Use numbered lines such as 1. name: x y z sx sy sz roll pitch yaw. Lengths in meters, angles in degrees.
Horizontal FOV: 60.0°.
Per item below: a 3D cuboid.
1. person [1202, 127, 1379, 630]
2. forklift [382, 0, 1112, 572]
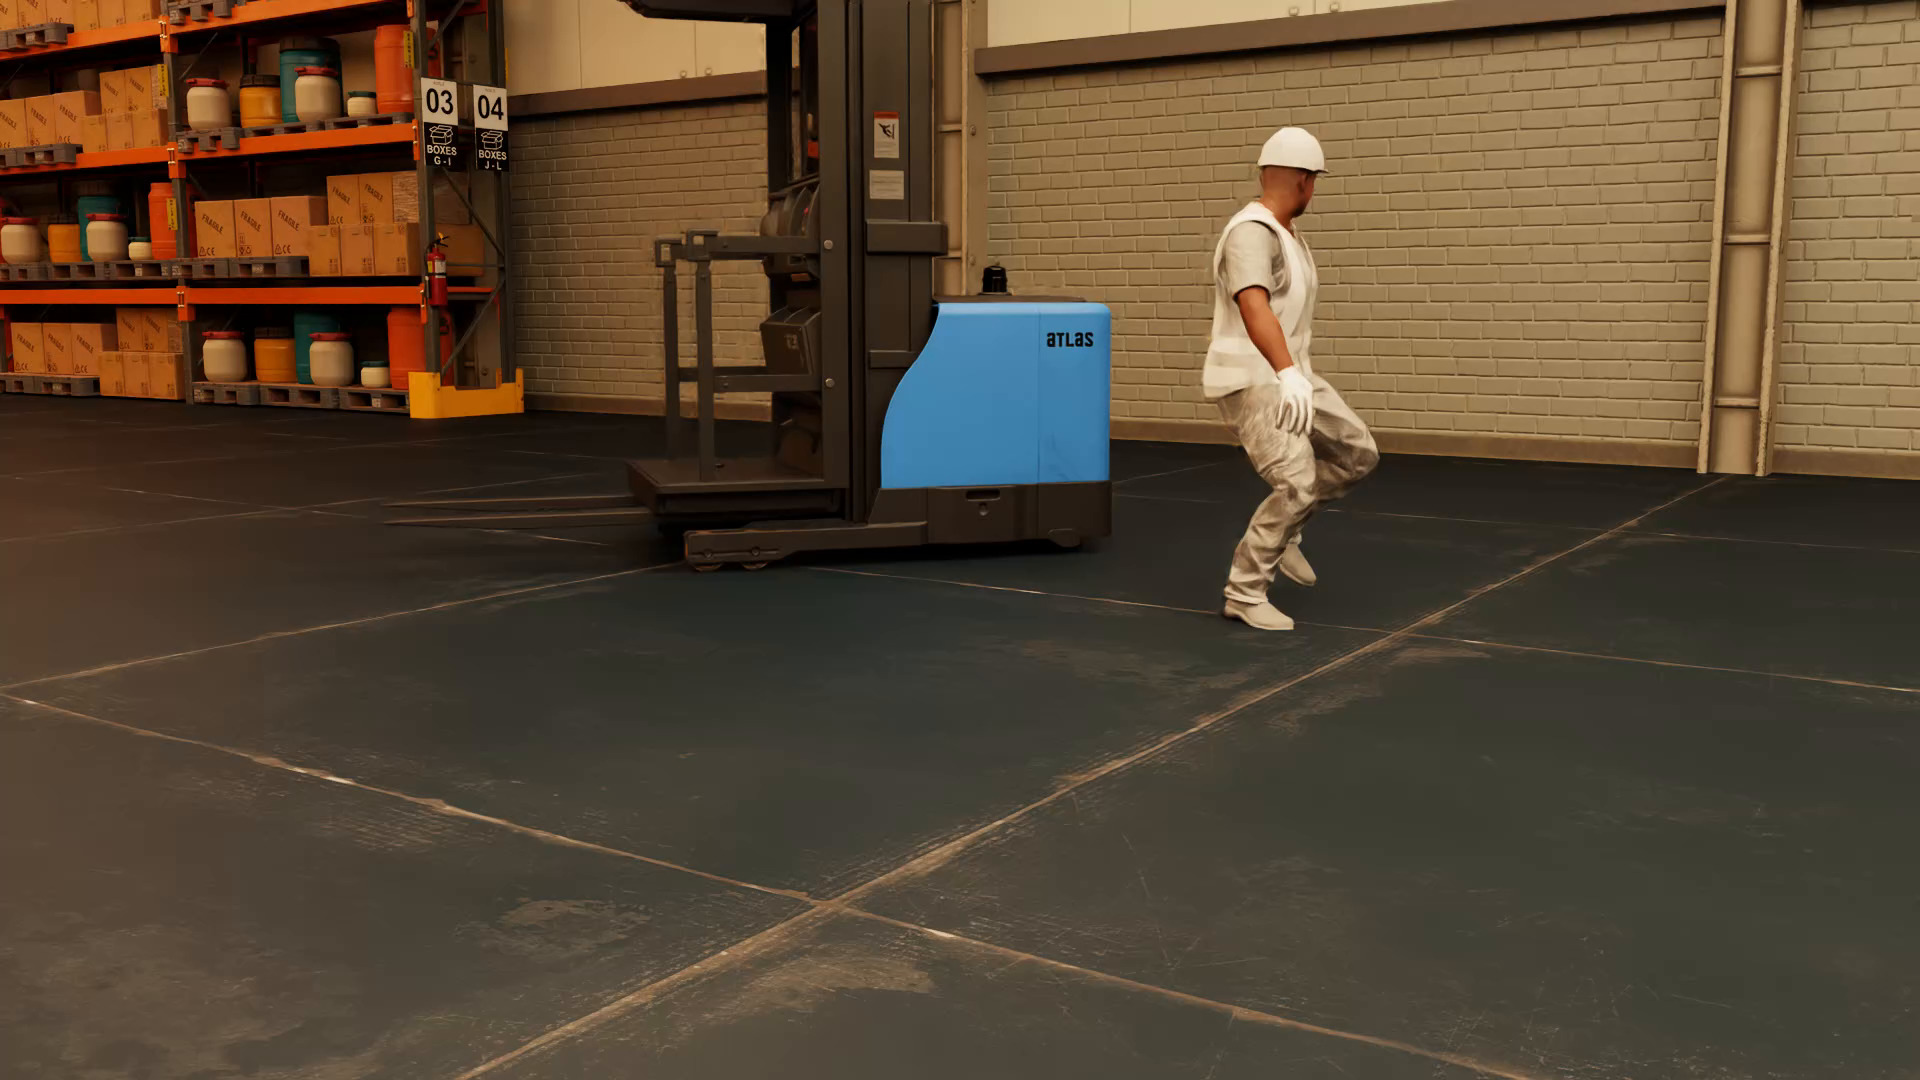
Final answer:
1. person: 1.104 -0.557 5.705 0.556 1.667 0.922 5 10 32
2. forklift: -0.910 -1.406 7.077 3.031 2.935 1.130 -3 8 -17
